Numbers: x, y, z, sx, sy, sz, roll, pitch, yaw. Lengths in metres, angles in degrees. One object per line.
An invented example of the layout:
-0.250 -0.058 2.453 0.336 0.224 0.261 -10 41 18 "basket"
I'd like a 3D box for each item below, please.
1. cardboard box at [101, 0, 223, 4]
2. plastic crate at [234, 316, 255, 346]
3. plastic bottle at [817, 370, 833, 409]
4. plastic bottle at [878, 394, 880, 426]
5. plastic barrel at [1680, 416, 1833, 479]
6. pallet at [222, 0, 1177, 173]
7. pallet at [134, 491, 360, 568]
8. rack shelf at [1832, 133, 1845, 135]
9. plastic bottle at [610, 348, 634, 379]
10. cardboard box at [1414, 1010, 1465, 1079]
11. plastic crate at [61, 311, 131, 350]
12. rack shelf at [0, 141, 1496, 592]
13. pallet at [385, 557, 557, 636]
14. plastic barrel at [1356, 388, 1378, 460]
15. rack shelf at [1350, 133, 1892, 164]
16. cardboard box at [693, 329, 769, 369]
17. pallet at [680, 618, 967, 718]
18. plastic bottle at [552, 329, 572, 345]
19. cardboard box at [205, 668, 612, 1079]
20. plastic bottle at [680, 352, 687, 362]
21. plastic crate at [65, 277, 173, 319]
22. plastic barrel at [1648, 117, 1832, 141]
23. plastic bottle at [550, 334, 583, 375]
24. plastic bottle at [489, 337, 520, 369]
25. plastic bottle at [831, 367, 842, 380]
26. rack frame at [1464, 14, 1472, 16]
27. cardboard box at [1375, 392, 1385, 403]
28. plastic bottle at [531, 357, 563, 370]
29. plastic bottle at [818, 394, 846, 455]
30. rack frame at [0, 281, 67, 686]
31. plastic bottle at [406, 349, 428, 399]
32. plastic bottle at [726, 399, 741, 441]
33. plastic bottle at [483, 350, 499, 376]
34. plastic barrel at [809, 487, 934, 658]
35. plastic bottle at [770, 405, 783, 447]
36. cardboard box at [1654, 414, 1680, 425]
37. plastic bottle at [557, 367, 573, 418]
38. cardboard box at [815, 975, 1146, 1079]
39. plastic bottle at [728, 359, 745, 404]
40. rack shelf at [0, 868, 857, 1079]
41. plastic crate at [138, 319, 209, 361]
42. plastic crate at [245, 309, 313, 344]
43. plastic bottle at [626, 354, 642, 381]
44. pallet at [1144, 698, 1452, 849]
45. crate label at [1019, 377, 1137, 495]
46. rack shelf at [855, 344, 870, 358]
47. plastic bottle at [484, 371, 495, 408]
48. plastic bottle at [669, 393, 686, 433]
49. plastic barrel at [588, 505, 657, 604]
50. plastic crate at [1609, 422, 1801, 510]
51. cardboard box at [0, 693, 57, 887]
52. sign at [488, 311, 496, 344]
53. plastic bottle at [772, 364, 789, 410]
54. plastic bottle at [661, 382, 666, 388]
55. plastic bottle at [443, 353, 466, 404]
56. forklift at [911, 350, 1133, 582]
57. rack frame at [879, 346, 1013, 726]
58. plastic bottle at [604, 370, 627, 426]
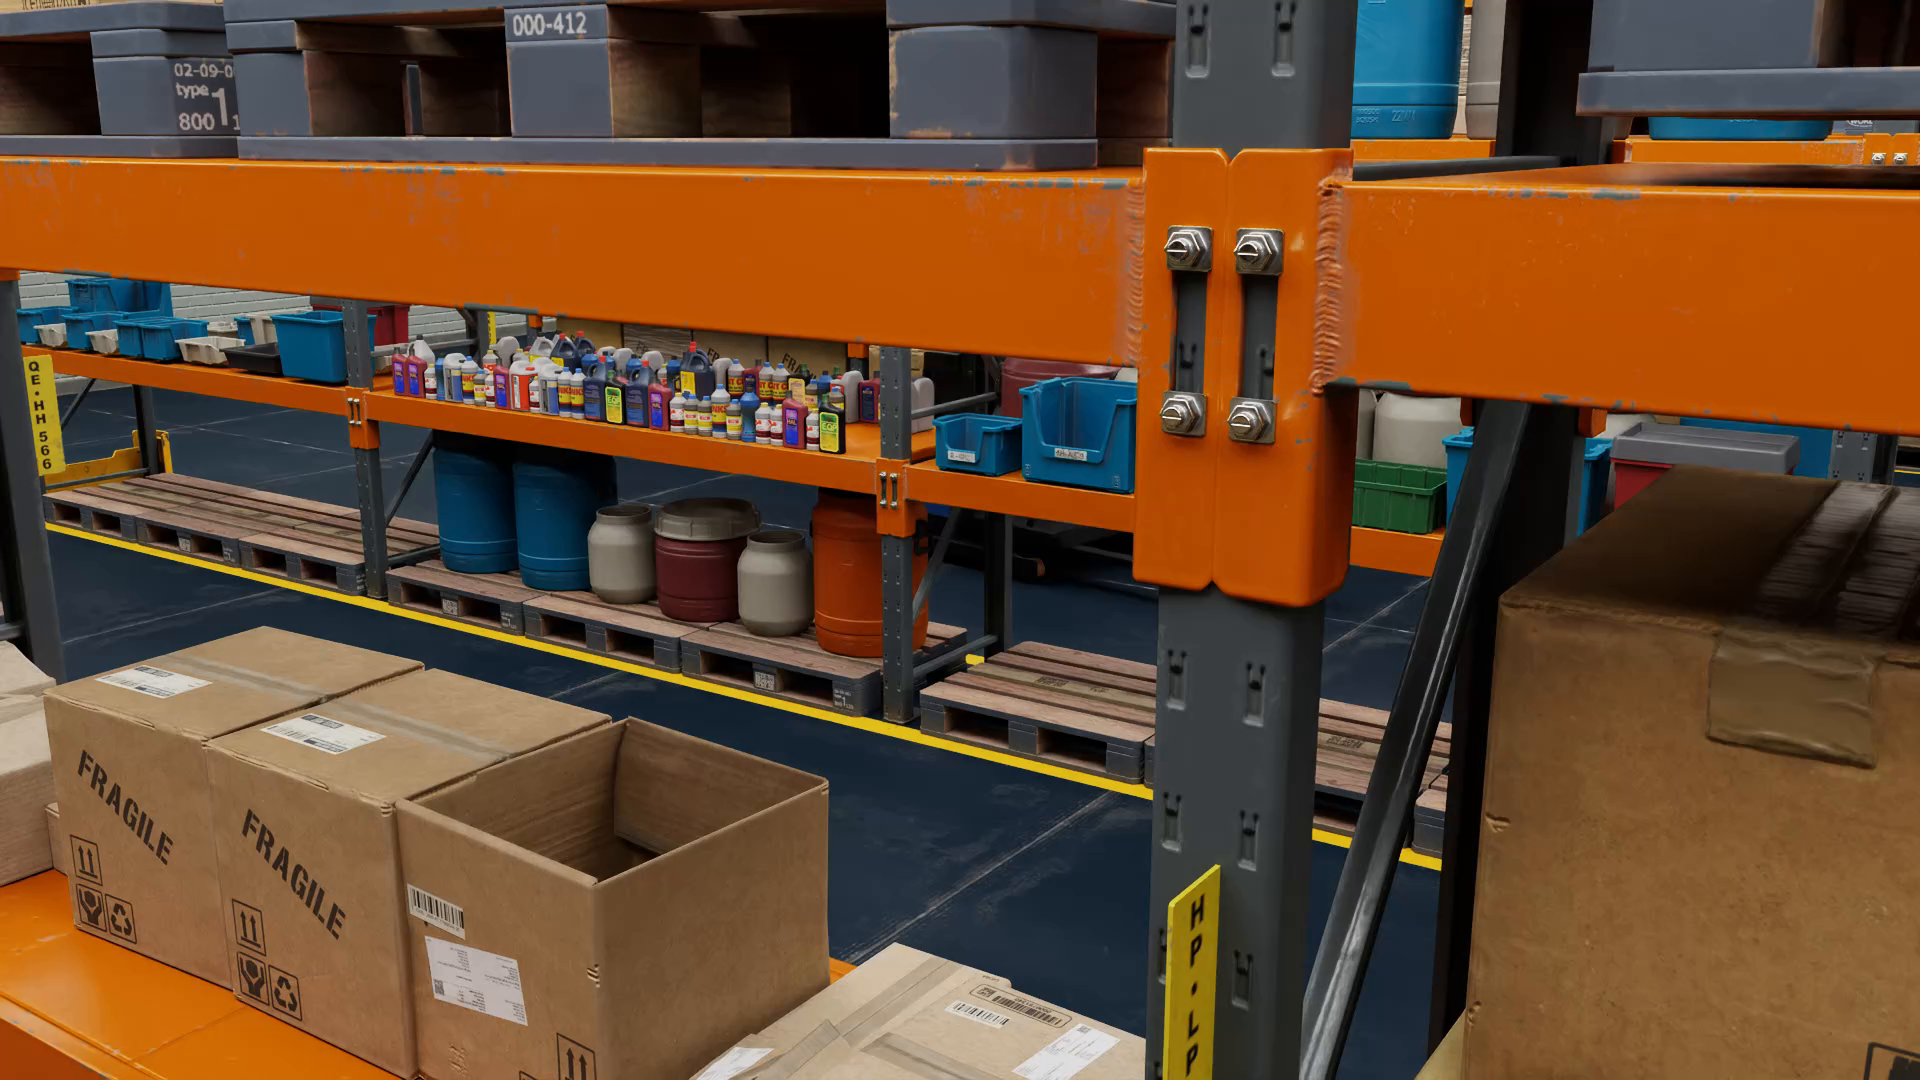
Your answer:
-1.051 -0.985 2.754 0.500 0.250 0.500 8 16 28 "cardboard box"
-4.841 -1.449 11.658 0.300 0.233 0.416 9 17 33 "plastic crate"
-0.727 -0.783 9.013 0.097 0.271 0.097 0 14 0 "plastic bottle"
-0.390 -0.713 8.873 0.097 0.201 0.097 0 14 0 "plastic bottle"
3.118 -0.472 6.443 0.708 0.901 0.600 9 17 33 "plastic barrel"
-0.238 -0.608 2.192 1.217 0.209 0.805 8 16 31 "pallet"
-5.017 -0.090 11.746 1.213 0.211 1.003 9 17 33 "pallet"
7.226 -3.454 14.789 4.000 0.370 1.077 9 17 33 "rack shelf"
-2.028 -1.006 9.901 0.135 0.276 0.152 9 17 33 "plastic bottle"
0.616 0.582 1.670 0.250 0.149 0.380 9 17 33 "cardboard box"
-6.121 -1.486 11.808 0.300 0.233 0.416 9 17 33 "plastic crate"
-1.158 -0.504 2.872 4.000 0.370 1.077 9 17 33 "rack shelf"
-2.752 0.276 10.267 1.213 0.211 1.003 9 17 33 "pallet"
1.630 -0.510 7.360 0.433 0.535 0.433 0 14 0 "plastic barrel"
1.610 -1.491 6.859 4.000 0.370 1.077 9 17 33 "rack shelf"
-1.855 -1.574 15.488 0.875 0.875 0.875 9 17 33 "cardboard box"
-0.727 0.604 8.945 1.213 0.211 1.003 9 17 33 "pallet"
-2.424 -1.107 10.155 0.185 0.351 0.144 9 17 33 "plastic bottle"
-0.979 0.578 3.036 0.500 0.500 0.500 9 17 33 "cardboard box"
-1.619 -0.956 9.686 0.133 0.283 0.061 9 17 33 "plastic bottle"
-6.306 -1.764 12.508 0.499 0.435 0.616 9 17 33 "plastic crate"
2.726 -1.840 5.730 0.708 0.901 0.600 9 17 33 "plastic barrel"
-2.351 -1.053 9.939 0.185 0.351 0.144 9 17 33 "plastic bottle"
-2.862 -1.140 10.445 0.135 0.276 0.152 9 17 33 "plastic bottle"
-0.698 -0.807 9.085 0.133 0.283 0.061 9 17 33 "plastic bottle"
7.693 -8.055 25.634 0.127 3.000 1.000 9 17 33 "rack frame"
3.287 -0.920 12.025 0.500 0.250 0.500 10 17 35 "cardboard box"
-2.344 -0.897 9.462 0.135 0.276 0.152 9 17 33 "plastic bottle"
-0.624 -0.565 8.106 0.133 0.283 0.061 9 17 33 "plastic bottle"
-2.819 0.335 4.226 0.053 2.616 0.949 9 17 33 "rack frame"
-3.192 -0.980 9.783 0.133 0.283 0.061 9 17 33 "plastic bottle"
-1.143 -0.614 8.477 0.097 0.201 0.097 0 14 0 "plastic bottle"
-2.916 -1.077 10.344 0.097 0.201 0.097 0 14 0 "plastic bottle"
-0.465 0.135 8.678 0.708 0.830 0.600 9 17 33 "plastic barrel"
-0.901 -0.575 8.318 0.097 0.201 0.097 0 14 0 "plastic bottle"
6.749 -1.511 15.493 0.750 0.750 1.050 9 17 34 "cardboard box"
-2.156 -0.812 9.129 0.097 0.271 0.097 0 14 0 "plastic bottle"
0.069 0.887 2.312 0.500 0.250 0.500 10 17 36 "cardboard box"
-1.268 -0.888 9.437 0.097 0.271 0.097 0 14 0 "plastic bottle"
-1.158 0.952 3.232 4.000 0.370 1.077 9 17 33 "rack shelf"
-5.325 -1.358 11.289 0.300 0.233 0.416 9 17 33 "plastic crate"
-4.533 -1.402 11.366 0.530 0.282 0.437 9 17 33 "plastic crate"
-1.890 -0.945 9.666 0.097 0.271 0.097 0 14 0 "plastic bottle"
1.579 0.976 7.439 1.213 0.211 1.003 9 17 33 "pallet"
0.623 -0.483 7.456 0.616 0.435 0.502 9 17 33 "crate label"
1.055 -1.559 13.376 4.000 0.370 1.077 9 17 33 "rack shelf"
-2.652 -0.858 9.461 0.097 0.201 0.097 0 14 0 "plastic bottle"
-1.466 -0.667 8.687 0.097 0.201 0.097 0 14 0 "plastic bottle"
-1.921 0.080 9.562 0.421 0.512 0.421 0 14 0 "plastic barrel"
2.697 -0.151 6.058 0.583 0.464 0.402 9 17 33 "plastic crate"
-2.184 0.536 3.599 0.500 0.311 0.500 9 16 32 "cardboard box"
-3.061 -1.433 10.792 0.005 0.325 0.100 9 17 33 "sign"
-0.996 -0.844 9.260 0.097 0.271 0.097 0 14 0 "plastic bottle"
-1.645 -0.772 8.942 0.133 0.283 0.061 9 17 33 "plastic bottle"
-2.894 -0.942 9.643 0.135 0.276 0.152 9 17 33 "plastic bottle"
0.606 -1.290 10.933 3.031 2.935 1.130 13 19 42 "forklift"
-0.050 -0.653 8.217 0.127 3.000 1.000 9 17 33 "rack frame"
-1.836 -0.761 8.898 0.133 0.283 0.061 9 17 33 "plastic bottle"
